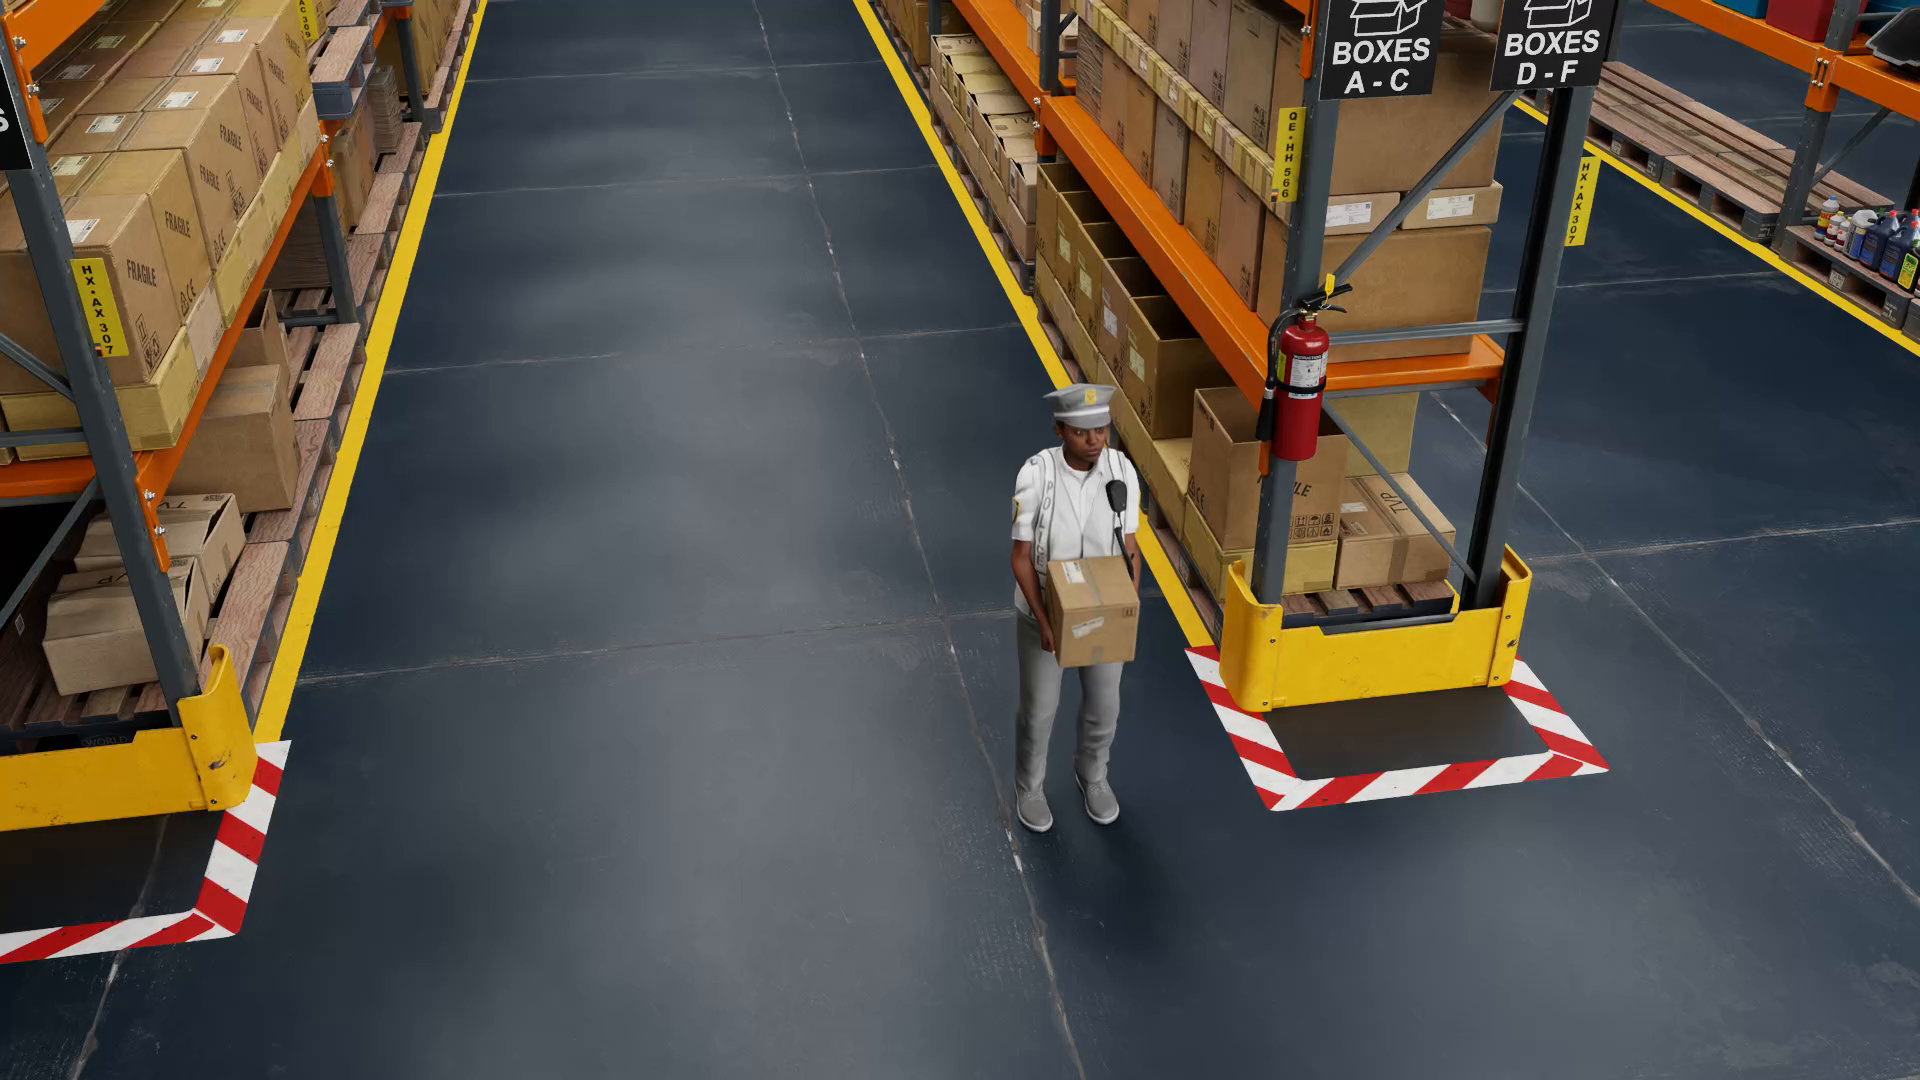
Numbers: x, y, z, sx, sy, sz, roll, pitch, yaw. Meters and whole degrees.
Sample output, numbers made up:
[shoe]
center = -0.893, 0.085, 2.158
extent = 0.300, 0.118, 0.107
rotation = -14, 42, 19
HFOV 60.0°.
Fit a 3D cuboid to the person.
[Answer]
[person]
center = 0.396, 0.270, 5.660
extent = 0.450, 1.682, 0.533
rotation = -5, 31, -8
